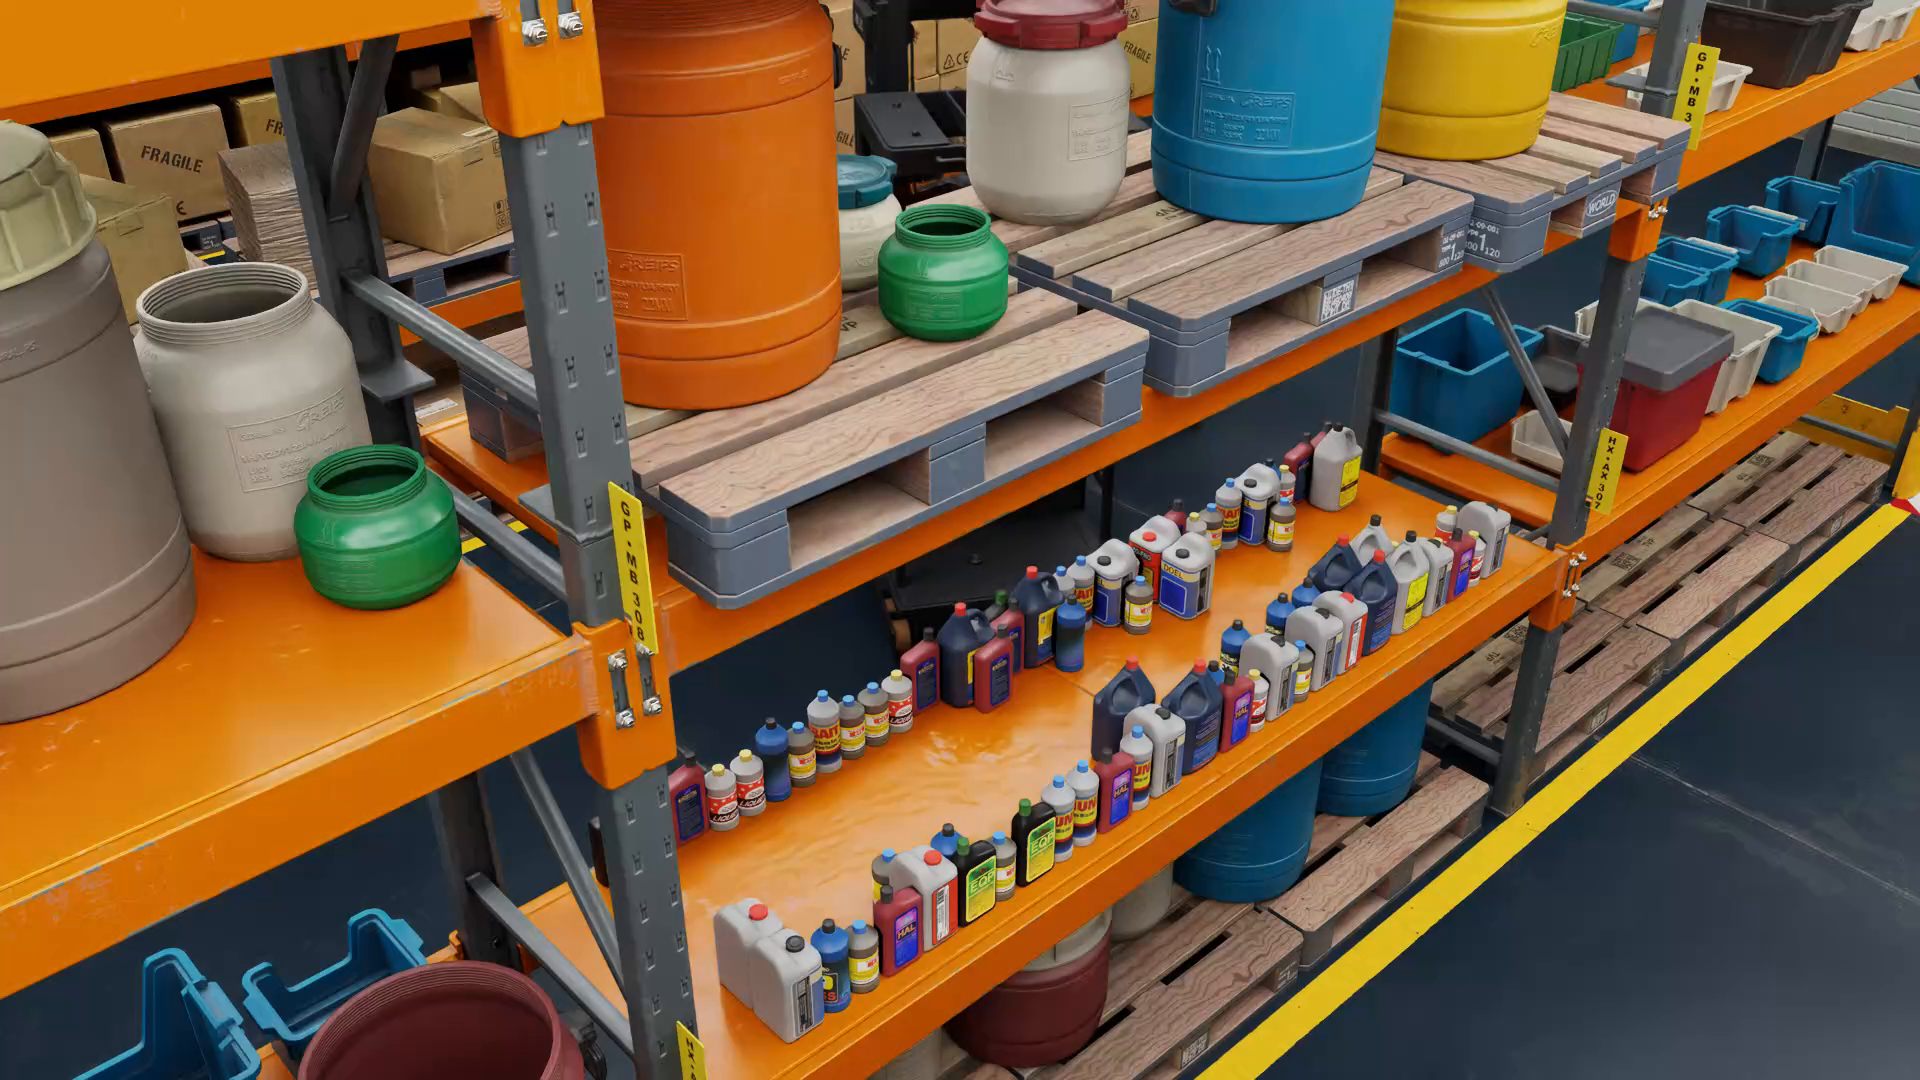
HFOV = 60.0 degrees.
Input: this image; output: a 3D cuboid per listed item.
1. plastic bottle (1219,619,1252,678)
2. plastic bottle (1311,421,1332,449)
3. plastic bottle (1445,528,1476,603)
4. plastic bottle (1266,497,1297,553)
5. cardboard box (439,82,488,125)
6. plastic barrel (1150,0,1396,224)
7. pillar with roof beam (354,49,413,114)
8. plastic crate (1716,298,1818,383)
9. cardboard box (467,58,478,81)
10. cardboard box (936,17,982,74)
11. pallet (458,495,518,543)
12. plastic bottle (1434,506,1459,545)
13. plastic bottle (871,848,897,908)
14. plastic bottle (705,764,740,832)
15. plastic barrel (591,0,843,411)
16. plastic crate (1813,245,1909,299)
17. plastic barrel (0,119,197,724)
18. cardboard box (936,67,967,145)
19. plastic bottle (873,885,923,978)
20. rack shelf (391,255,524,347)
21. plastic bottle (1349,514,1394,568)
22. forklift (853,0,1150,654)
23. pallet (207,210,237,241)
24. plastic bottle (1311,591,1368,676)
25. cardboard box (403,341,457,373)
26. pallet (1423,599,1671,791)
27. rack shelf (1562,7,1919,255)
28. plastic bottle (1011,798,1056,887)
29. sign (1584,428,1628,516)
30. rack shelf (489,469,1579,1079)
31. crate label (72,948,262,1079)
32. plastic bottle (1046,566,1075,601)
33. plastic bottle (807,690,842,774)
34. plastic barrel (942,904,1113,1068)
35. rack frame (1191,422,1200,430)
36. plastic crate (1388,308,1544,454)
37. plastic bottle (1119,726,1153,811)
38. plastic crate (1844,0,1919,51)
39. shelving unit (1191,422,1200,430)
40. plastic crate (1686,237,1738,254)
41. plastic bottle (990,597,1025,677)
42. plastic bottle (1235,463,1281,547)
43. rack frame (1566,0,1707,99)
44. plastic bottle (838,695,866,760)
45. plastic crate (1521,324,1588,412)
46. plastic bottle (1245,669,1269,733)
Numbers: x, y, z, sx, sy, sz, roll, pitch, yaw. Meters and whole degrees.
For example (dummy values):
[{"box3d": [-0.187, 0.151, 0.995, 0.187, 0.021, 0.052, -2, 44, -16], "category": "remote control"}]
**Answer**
[{"box3d": [0.888, 0.377, 5.381, 0.097, 0.271, 0.097, 0, 31, 0], "category": "plastic bottle"}, {"box3d": [1.404, -0.322, 6.513, 0.133, 0.283, 0.061, -26, 40, -35], "category": "plastic bottle"}, {"box3d": [1.755, 0.074, 5.865, 0.133, 0.283, 0.061, -26, 40, -35], "category": "plastic bottle"}, {"box3d": [1.194, -0.064, 6.170, 0.097, 0.201, 0.097, 0, 31, 0], "category": "plastic bottle"}, {"box3d": [-2.363, -2.106, 8.820, 0.500, 0.500, 0.700, -19, 36, -28], "category": "cardboard box"}, {"box3d": [0.815, -1.347, 4.319, 0.708, 0.901, 0.600, -26, 40, -35], "category": "plastic barrel"}, {"box3d": [-1.921, -5.620, 9.315, 0.400, 9.000, 9.100, -26, 40, -35], "category": "pillar with roof beam"}, {"box3d": [3.564, -0.885, 7.425, 0.300, 0.233, 0.416, -26, 40, -35], "category": "plastic crate"}, {"box3d": [-3.780, -3.795, 13.453, 0.250, 0.149, 0.380, -24, 39, -34], "category": "cardboard box"}, {"box3d": [-0.111, -3.129, 9.937, 0.500, 0.500, 0.500, -27, 41, -37], "category": "cardboard box"}, {"box3d": [-2.868, -0.307, 9.050, 1.213, 0.211, 1.003, -26, 40, -35], "category": "pallet"}, {"box3d": [1.795, -0.031, 6.116, 0.097, 0.201, 0.097, 0, 31, 0], "category": "plastic bottle"}, {"box3d": [-0.193, 0.930, 4.544, 0.097, 0.201, 0.097, 0, 31, 0], "category": "plastic bottle"}, {"box3d": [-0.698, 0.743, 4.850, 0.097, 0.201, 0.097, 0, 31, 0], "category": "plastic bottle"}, {"box3d": [-0.552, -0.762, 3.431, 0.708, 0.830, 0.600, -26, 40, -35], "category": "plastic barrel"}, {"box3d": [4.421, -1.312, 8.215, 0.243, 0.136, 0.396, -26, 40, -35], "category": "plastic crate"}, {"box3d": [-1.720, -0.205, 2.854, 0.600, 0.901, 0.600, 0, 31, 0], "category": "plastic barrel"}, {"box3d": [-0.102, -2.713, 10.216, 0.500, 0.500, 0.500, -26, 40, -36], "category": "cardboard box"}, {"box3d": [-0.161, 1.001, 4.349, 0.133, 0.283, 0.061, -26, 40, -35], "category": "plastic bottle"}, {"box3d": [-2.869, -1.218, 8.557, 4.000, 0.370, 1.077, -26, 40, -35], "category": "rack shelf"}, {"box3d": [1.413, 0.079, 5.793, 0.185, 0.351, 0.144, -26, 40, -35], "category": "plastic bottle"}, {"box3d": [0.142, -0.930, 7.462, 1.130, 2.935, 3.031, -7, 32, -11], "category": "forklift"}, {"box3d": [-5.288, -2.636, 12.859, 1.213, 0.211, 1.003, -26, 40, -35], "category": "pallet"}, {"box3d": [1.256, 0.286, 5.525, 0.135, 0.276, 0.152, -26, 40, -35], "category": "plastic bottle"}, {"box3d": [-3.024, -1.065, 8.871, 0.500, 0.250, 0.500, -27, 40, -36], "category": "cardboard box"}, {"box3d": [2.475, 0.576, 7.606, 1.213, 0.211, 1.003, -26, 40, -35], "category": "pallet"}, {"box3d": [3.429, -2.021, 6.993, 4.000, 0.370, 1.077, -26, 40, -35], "category": "rack shelf"}, {"box3d": [0.204, 0.824, 4.638, 0.133, 0.283, 0.061, -26, 40, -35], "category": "plastic bottle"}, {"box3d": [2.335, -0.245, 6.011, 0.005, 0.325, 0.100, -26, 40, -35], "category": "sign"}, {"box3d": [0.496, 0.678, 5.456, 4.000, 0.370, 1.077, -26, 40, -35], "category": "rack shelf"}, {"box3d": [-1.883, 1.314, 3.691, 0.616, 0.435, 0.502, -26, 40, -35], "category": "crate label"}, {"box3d": [0.340, 0.211, 5.653, 0.097, 0.271, 0.097, 0, 31, 0], "category": "plastic bottle"}, {"box3d": [-0.412, 0.575, 5.058, 0.097, 0.271, 0.097, 0, 31, 0], "category": "plastic bottle"}, {"box3d": [0.205, 1.349, 5.577, 0.708, 0.588, 0.600, -26, 40, -35], "category": "plastic barrel"}, {"box3d": [1.313, -1.414, 9.624, 0.032, 1.500, 0.500, -11, 33, -17], "category": "rack frame"}, {"box3d": [2.073, -0.653, 6.901, 0.575, 0.384, 0.392, -26, 40, -35], "category": "plastic crate"}, {"box3d": [0.517, 0.665, 4.910, 0.097, 0.271, 0.097, 0, 31, 0], "category": "plastic bottle"}, {"box3d": [3.549, -2.097, 6.681, 0.530, 0.136, 0.437, -26, 40, -35], "category": "plastic crate"}, {"box3d": [0.836, -1.322, 9.475, 1.048, 1.500, 0.538, -11, 33, -17], "category": "shelving unit"}, {"box3d": [3.702, -1.386, 8.336, 0.298, 0.136, 0.250, -26, 40, -35], "category": "plastic crate"}, {"box3d": [0.149, 0.329, 5.449, 0.133, 0.283, 0.061, -26, 40, -35], "category": "plastic bottle"}, {"box3d": [1.096, -0.137, 6.218, 0.135, 0.276, 0.152, -26, 40, -35], "category": "plastic bottle"}, {"box3d": [1.963, -2.898, 4.863, 0.127, 3.000, 1.000, -26, 40, -35], "category": "rack frame"}, {"box3d": [-0.341, 0.570, 5.133, 0.097, 0.201, 0.097, 0, 31, 0], "category": "plastic bottle"}, {"box3d": [2.601, -0.746, 7.301, 0.590, 0.125, 0.437, -26, 40, -35], "category": "plastic crate"}, {"box3d": [0.920, 0.500, 5.248, 0.097, 0.201, 0.097, 0, 31, 0], "category": "plastic bottle"}]
